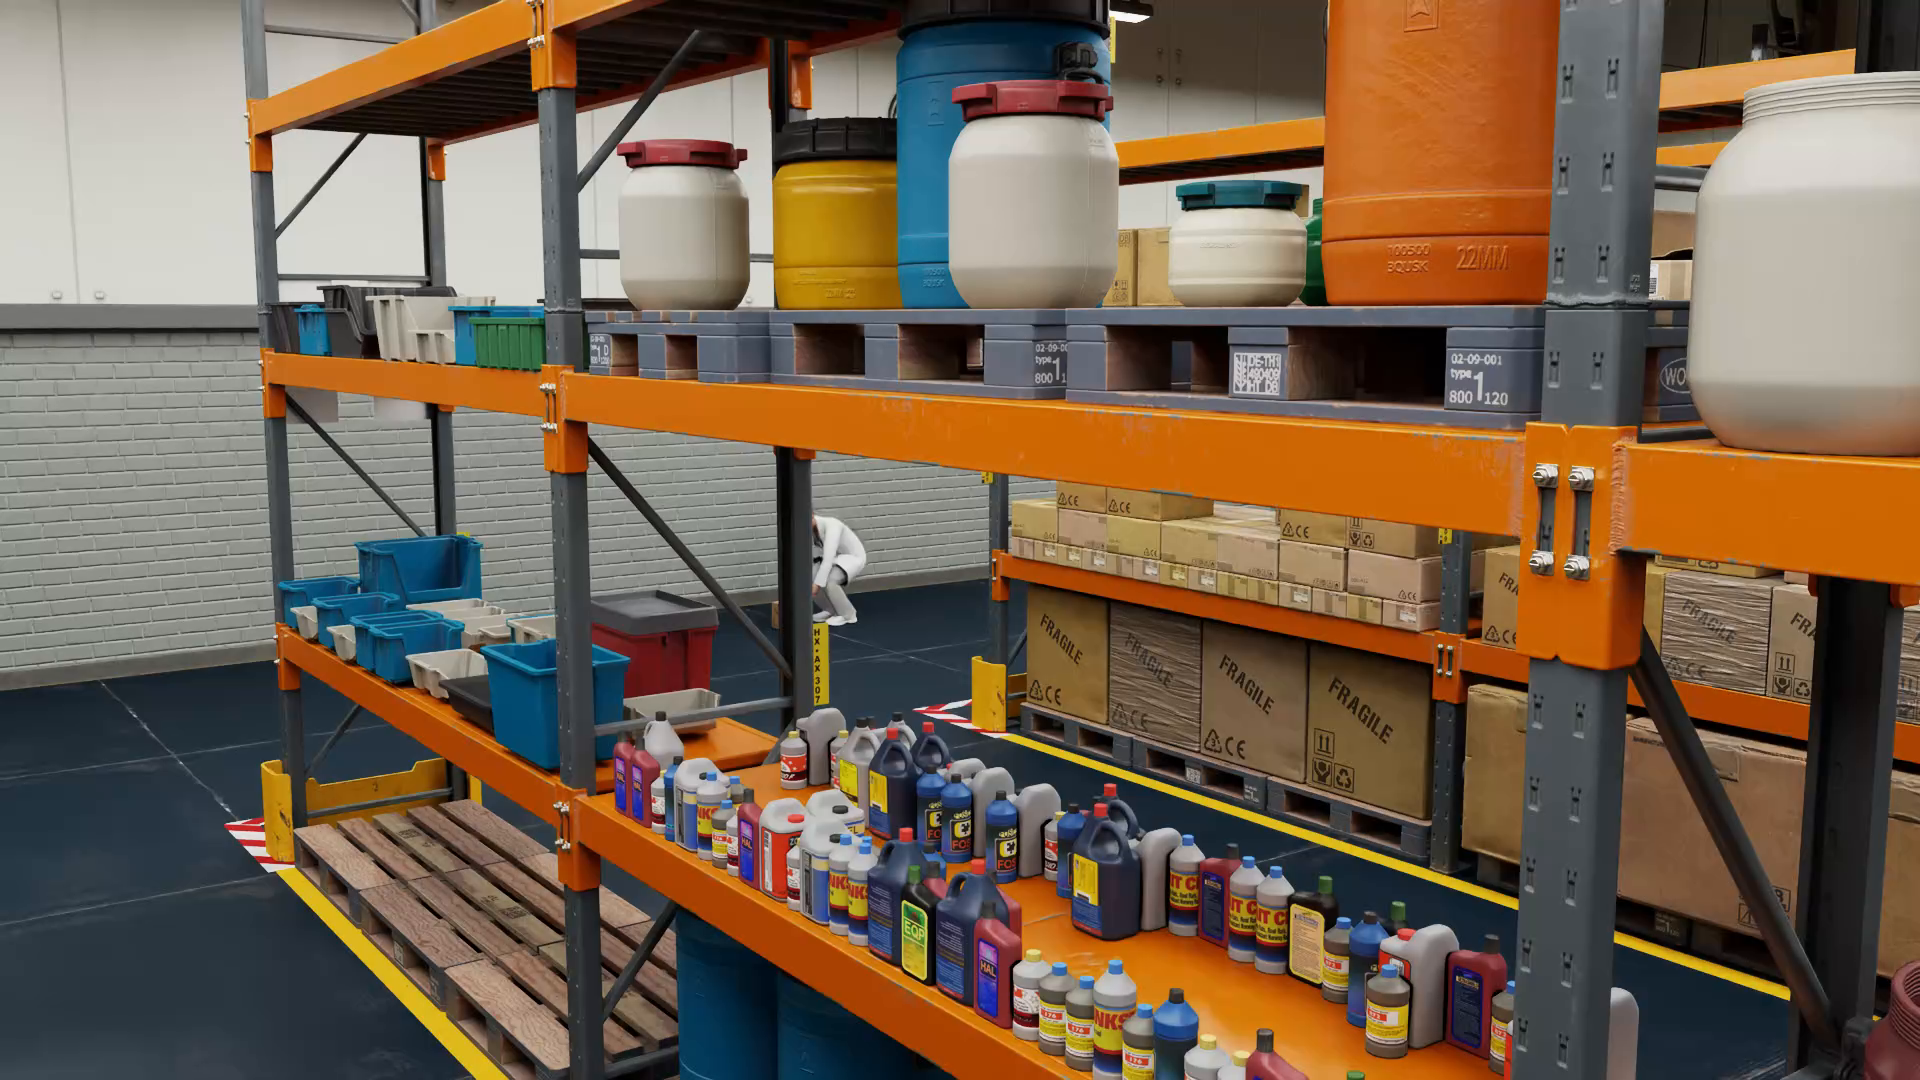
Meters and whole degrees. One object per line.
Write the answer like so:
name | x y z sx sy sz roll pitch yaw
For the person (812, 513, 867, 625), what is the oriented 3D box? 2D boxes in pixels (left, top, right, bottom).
person | -1.290 0.289 16.324 0.830 1.083 0.625 -6 9 -36
